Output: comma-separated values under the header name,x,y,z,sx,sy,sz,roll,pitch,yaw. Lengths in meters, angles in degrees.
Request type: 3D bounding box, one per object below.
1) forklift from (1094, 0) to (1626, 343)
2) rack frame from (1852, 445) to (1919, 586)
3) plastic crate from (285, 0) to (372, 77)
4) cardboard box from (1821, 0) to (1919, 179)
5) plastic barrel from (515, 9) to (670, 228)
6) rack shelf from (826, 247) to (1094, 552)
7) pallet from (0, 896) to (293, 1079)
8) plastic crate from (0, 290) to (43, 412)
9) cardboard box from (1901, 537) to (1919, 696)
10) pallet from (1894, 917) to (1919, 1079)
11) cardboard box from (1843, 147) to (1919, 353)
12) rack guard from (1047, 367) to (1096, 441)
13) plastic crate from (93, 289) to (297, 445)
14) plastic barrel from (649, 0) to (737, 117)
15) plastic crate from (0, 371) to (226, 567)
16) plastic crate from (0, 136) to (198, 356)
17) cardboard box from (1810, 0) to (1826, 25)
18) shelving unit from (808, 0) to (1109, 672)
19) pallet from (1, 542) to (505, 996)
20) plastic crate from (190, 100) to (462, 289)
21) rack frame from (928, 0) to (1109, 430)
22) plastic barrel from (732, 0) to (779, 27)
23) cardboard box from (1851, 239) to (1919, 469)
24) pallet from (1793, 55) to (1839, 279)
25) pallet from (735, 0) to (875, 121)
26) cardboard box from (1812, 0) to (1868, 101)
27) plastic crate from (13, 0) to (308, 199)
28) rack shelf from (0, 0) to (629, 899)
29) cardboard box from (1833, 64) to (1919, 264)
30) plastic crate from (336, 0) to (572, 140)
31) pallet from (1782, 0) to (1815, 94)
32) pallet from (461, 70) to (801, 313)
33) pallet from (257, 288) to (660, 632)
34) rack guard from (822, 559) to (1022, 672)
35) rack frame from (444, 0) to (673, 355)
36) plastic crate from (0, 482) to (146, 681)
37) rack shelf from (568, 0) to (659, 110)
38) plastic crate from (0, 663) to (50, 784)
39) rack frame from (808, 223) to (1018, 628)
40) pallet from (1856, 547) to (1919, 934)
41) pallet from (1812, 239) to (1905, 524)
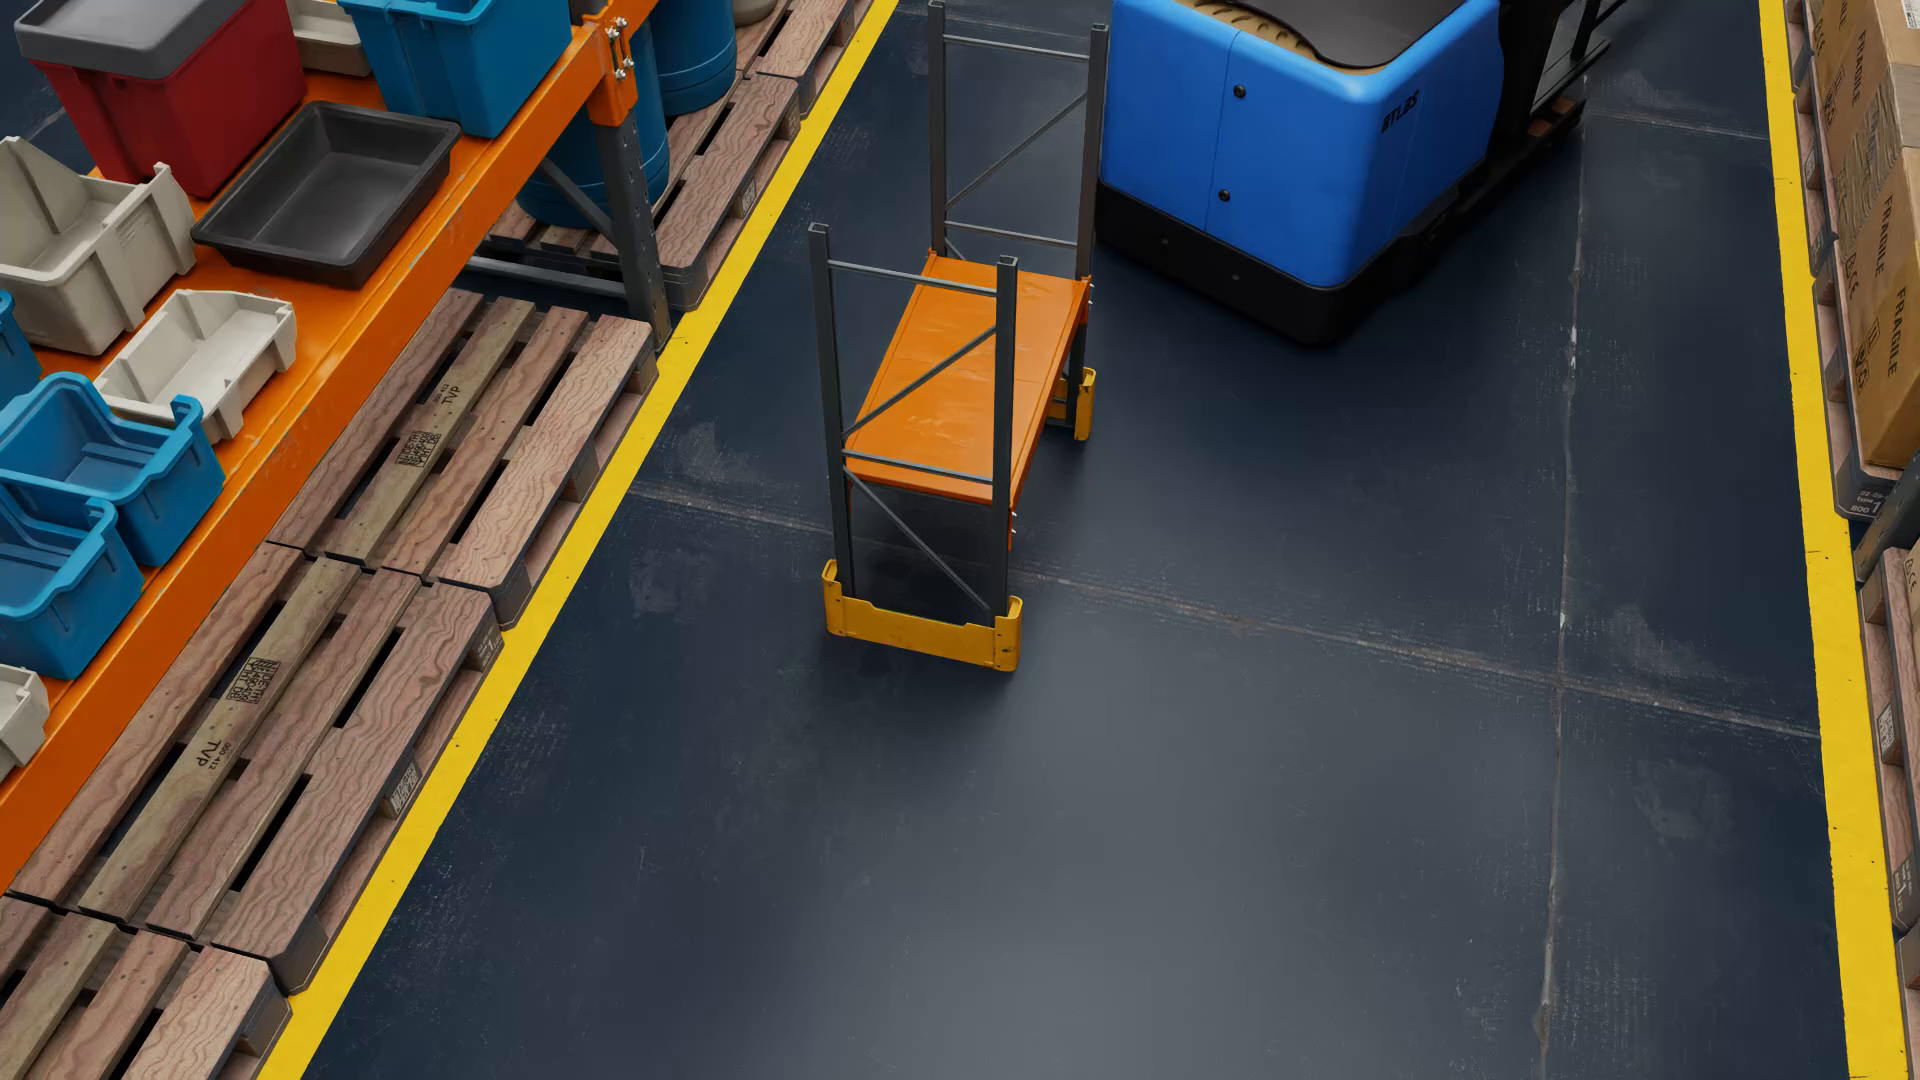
name,x,y,z,sx,sy,sz,roll,pitch,yaw
forklift,1.832,-2.685,5.665,1.130,2.935,3.031,33,56,26
rack frame,3.260,-0.804,3.959,1.000,3.000,0.127,12,50,10
plastic crate,-1.778,-1.408,4.628,0.396,0.136,0.243,12,50,10
cardboard box,3.516,-1.623,6.055,0.500,0.500,0.500,10,49,9
plastic barrel,-1.358,-1.619,5.798,0.600,0.901,0.708,12,50,10
rack shelf,0.022,-0.439,4.877,0.538,0.185,1.000,12,50,10
pallet,-2.316,1.443,3.836,1.003,0.211,1.213,12,50,10
plastic crate,-2.277,-0.391,3.666,0.416,0.233,0.300,12,50,10
cardboard box,2.941,0.201,4.572,0.500,0.311,0.500,12,50,10
pallet,2.759,1.501,3.785,1.003,0.211,1.213,12,50,10
cardboard box,3.252,-0.892,5.410,0.500,0.500,0.500,12,50,10
rack guard,0.151,-0.498,5.523,0.587,0.250,0.087,12,50,10
plastic crate,-1.686,-0.398,3.736,0.293,0.136,0.466,12,50,10
plastic barrel,-1.172,-2.131,6.250,0.600,0.901,0.708,12,50,10
plastic crate,-1.762,-0.138,3.443,0.416,0.233,0.300,12,50,10
plastic crate,-2.097,-0.697,3.903,0.437,0.282,0.530,12,50,10
cardboard box,3.785,-2.363,6.709,0.500,0.500,0.500,10,49,9
shelving unit,0.020,-0.551,4.736,0.587,1.500,1.083,12,50,10
pallet,-1.993,0.563,4.612,1.003,0.211,1.213,12,50,10
plastic crate,-1.553,-0.850,4.143,0.437,0.125,0.590,12,50,10
rack frame,0.156,-0.926,5.067,0.500,1.500,0.032,12,50,10
plastic barrel,-0.937,-2.393,6.741,0.421,0.512,0.421,0,49,0
cardboard box,3.114,-0.536,5.096,0.500,0.500,0.500,11,50,10
pallet,3.757,-1.362,6.312,1.003,0.211,1.213,12,50,10
pallet,-0.955,-2.297,7.136,1.003,0.211,1.213,12,50,10
cardboard box,3.648,-2.001,6.389,0.500,0.500,0.500,11,49,10
plastic crate,-1.995,-1.229,4.251,0.402,0.464,0.583,12,50,10
rack shelf,-2.044,-0.099,3.817,1.077,0.370,4.000,12,50,10
cardboard box,3.384,-1.254,5.730,0.500,0.500,0.500,12,50,11
plastic crate,-1.311,-1.394,4.450,0.392,0.384,0.575,12,50,10
pallet,4.080,-2.242,7.088,1.003,0.211,1.213,12,50,10
pallet,-1.274,-1.411,6.355,1.003,0.211,1.213,12,50,10
pallet,-1.674,-0.322,5.393,1.003,0.211,1.213,12,50,10
rack guard,-0.111,0.222,4.887,0.587,0.250,0.087,12,50,10
rack frame,-1.518,-1.784,4.824,1.000,3.000,0.127,12,50,10
plastic crate,-1.841,0.079,3.252,0.416,0.233,0.300,12,50,10
rack shelf,-0.991,-2.993,6.370,1.077,0.370,4.000,12,50,10
plastic crate,-1.845,0.357,3.070,0.250,0.136,0.298,12,50,10
rack frame,-0.111,-0.190,4.418,0.500,1.500,0.032,12,50,10
pallet,3.078,0.615,4.566,1.003,0.211,1.213,12,50,10
pallet,3.438,-0.477,5.530,1.003,0.211,1.213,12,50,10
